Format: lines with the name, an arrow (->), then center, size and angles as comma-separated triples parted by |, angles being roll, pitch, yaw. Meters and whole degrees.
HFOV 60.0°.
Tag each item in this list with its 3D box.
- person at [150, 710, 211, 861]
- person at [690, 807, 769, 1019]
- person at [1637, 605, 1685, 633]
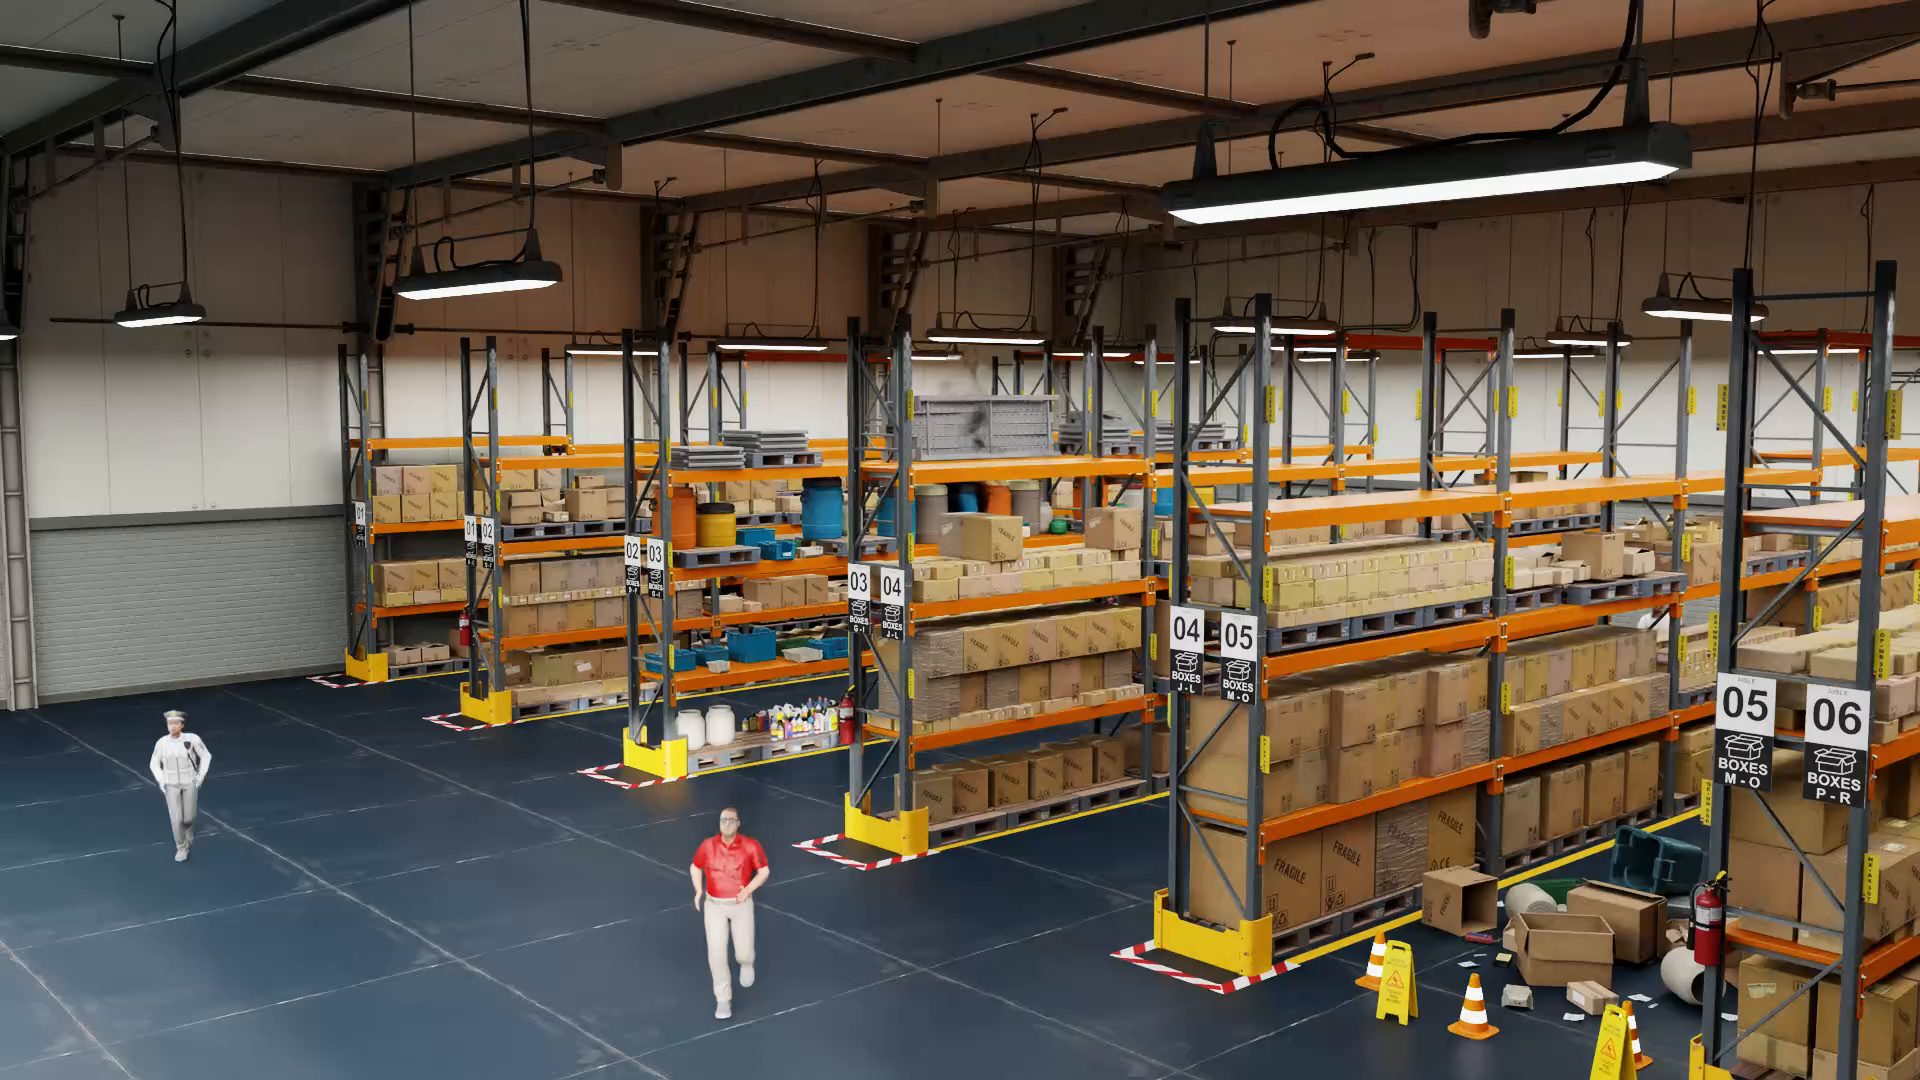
person -> -8.632, 2.699, 18.417 | 0.619, 1.667, 0.475 | -2, 5, -19
person -> -1.936, 3.076, 13.951 | 0.672, 1.682, 0.779 | 0, 5, -1
person -> 11.706, 1.827, 27.846 | 0.739, 1.761, 0.866 | 4, 6, 36
